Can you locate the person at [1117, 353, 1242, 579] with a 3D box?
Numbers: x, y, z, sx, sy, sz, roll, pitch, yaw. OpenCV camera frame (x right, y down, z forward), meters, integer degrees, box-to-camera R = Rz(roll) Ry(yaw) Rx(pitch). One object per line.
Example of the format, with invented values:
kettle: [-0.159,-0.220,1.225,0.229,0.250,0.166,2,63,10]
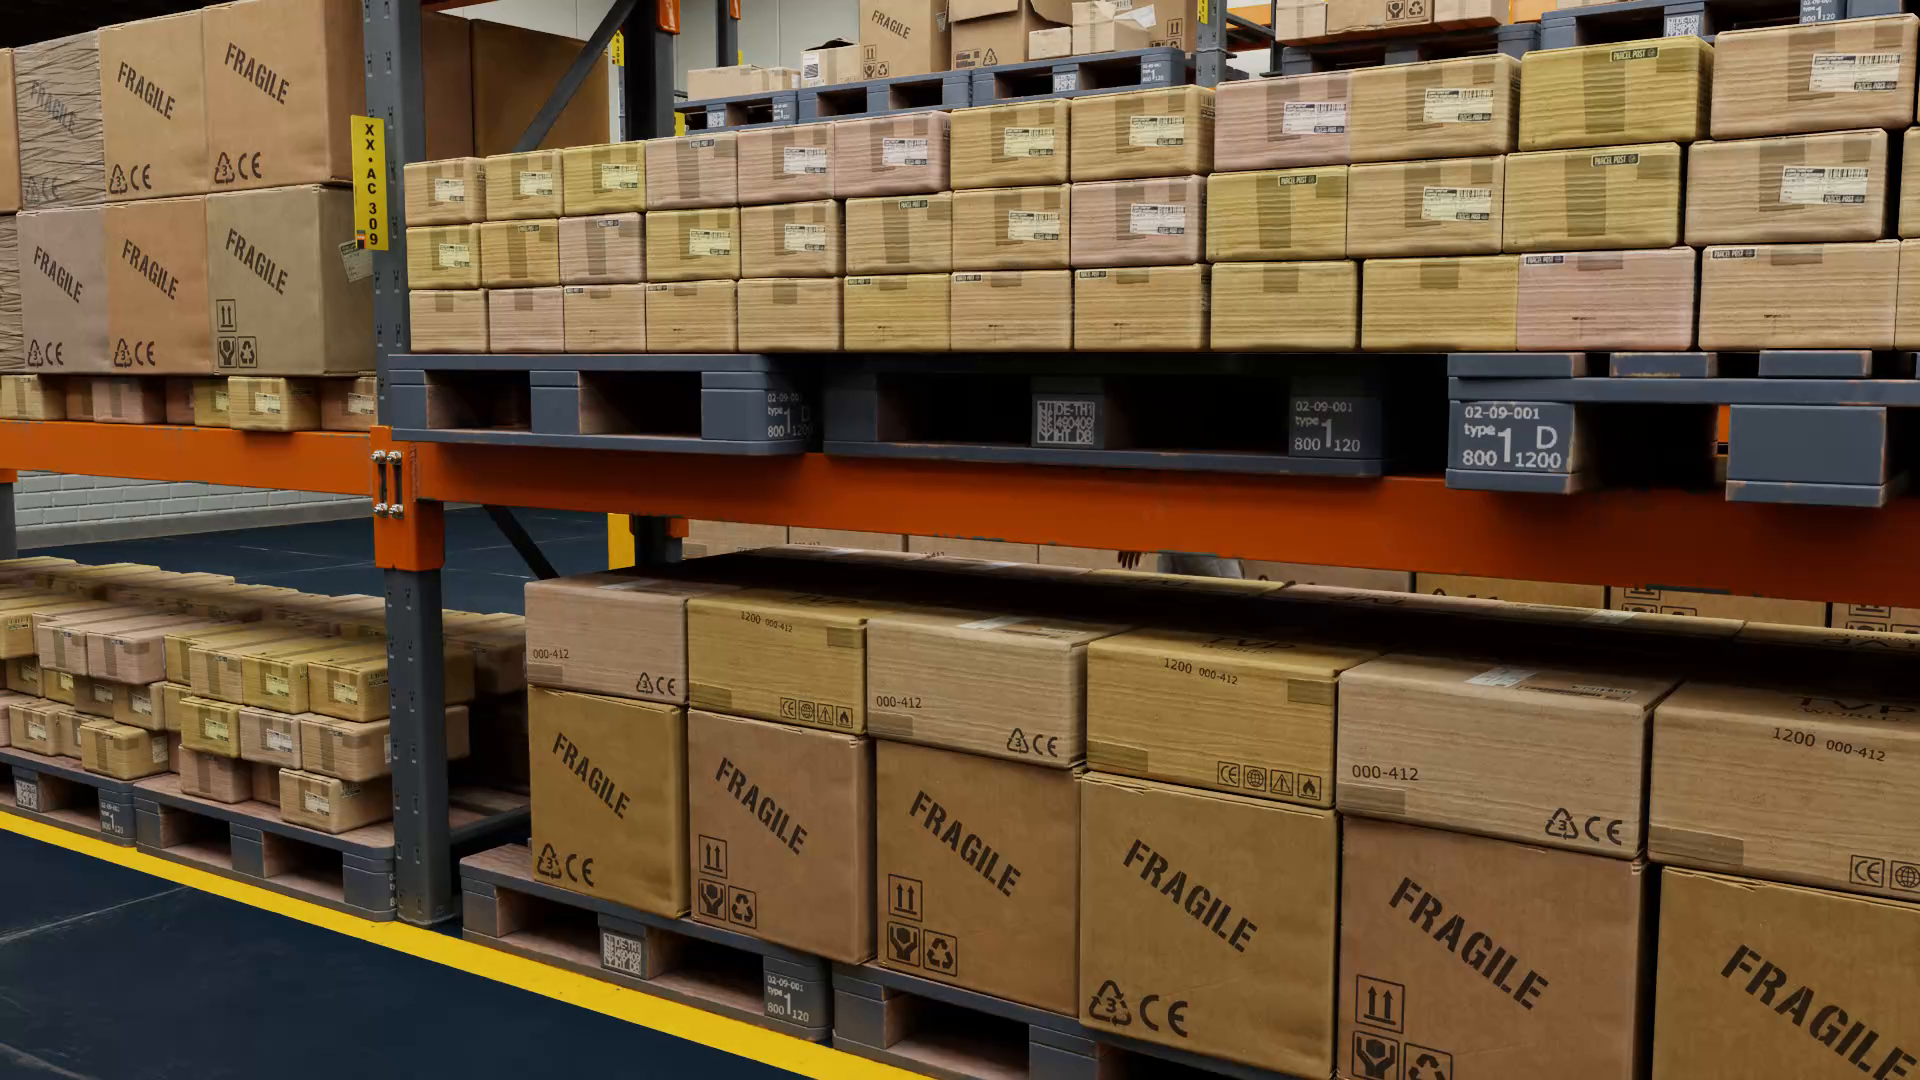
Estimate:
person: [0.861,-0.025,5.910,0.716,1.763,0.582,1,6,7]
